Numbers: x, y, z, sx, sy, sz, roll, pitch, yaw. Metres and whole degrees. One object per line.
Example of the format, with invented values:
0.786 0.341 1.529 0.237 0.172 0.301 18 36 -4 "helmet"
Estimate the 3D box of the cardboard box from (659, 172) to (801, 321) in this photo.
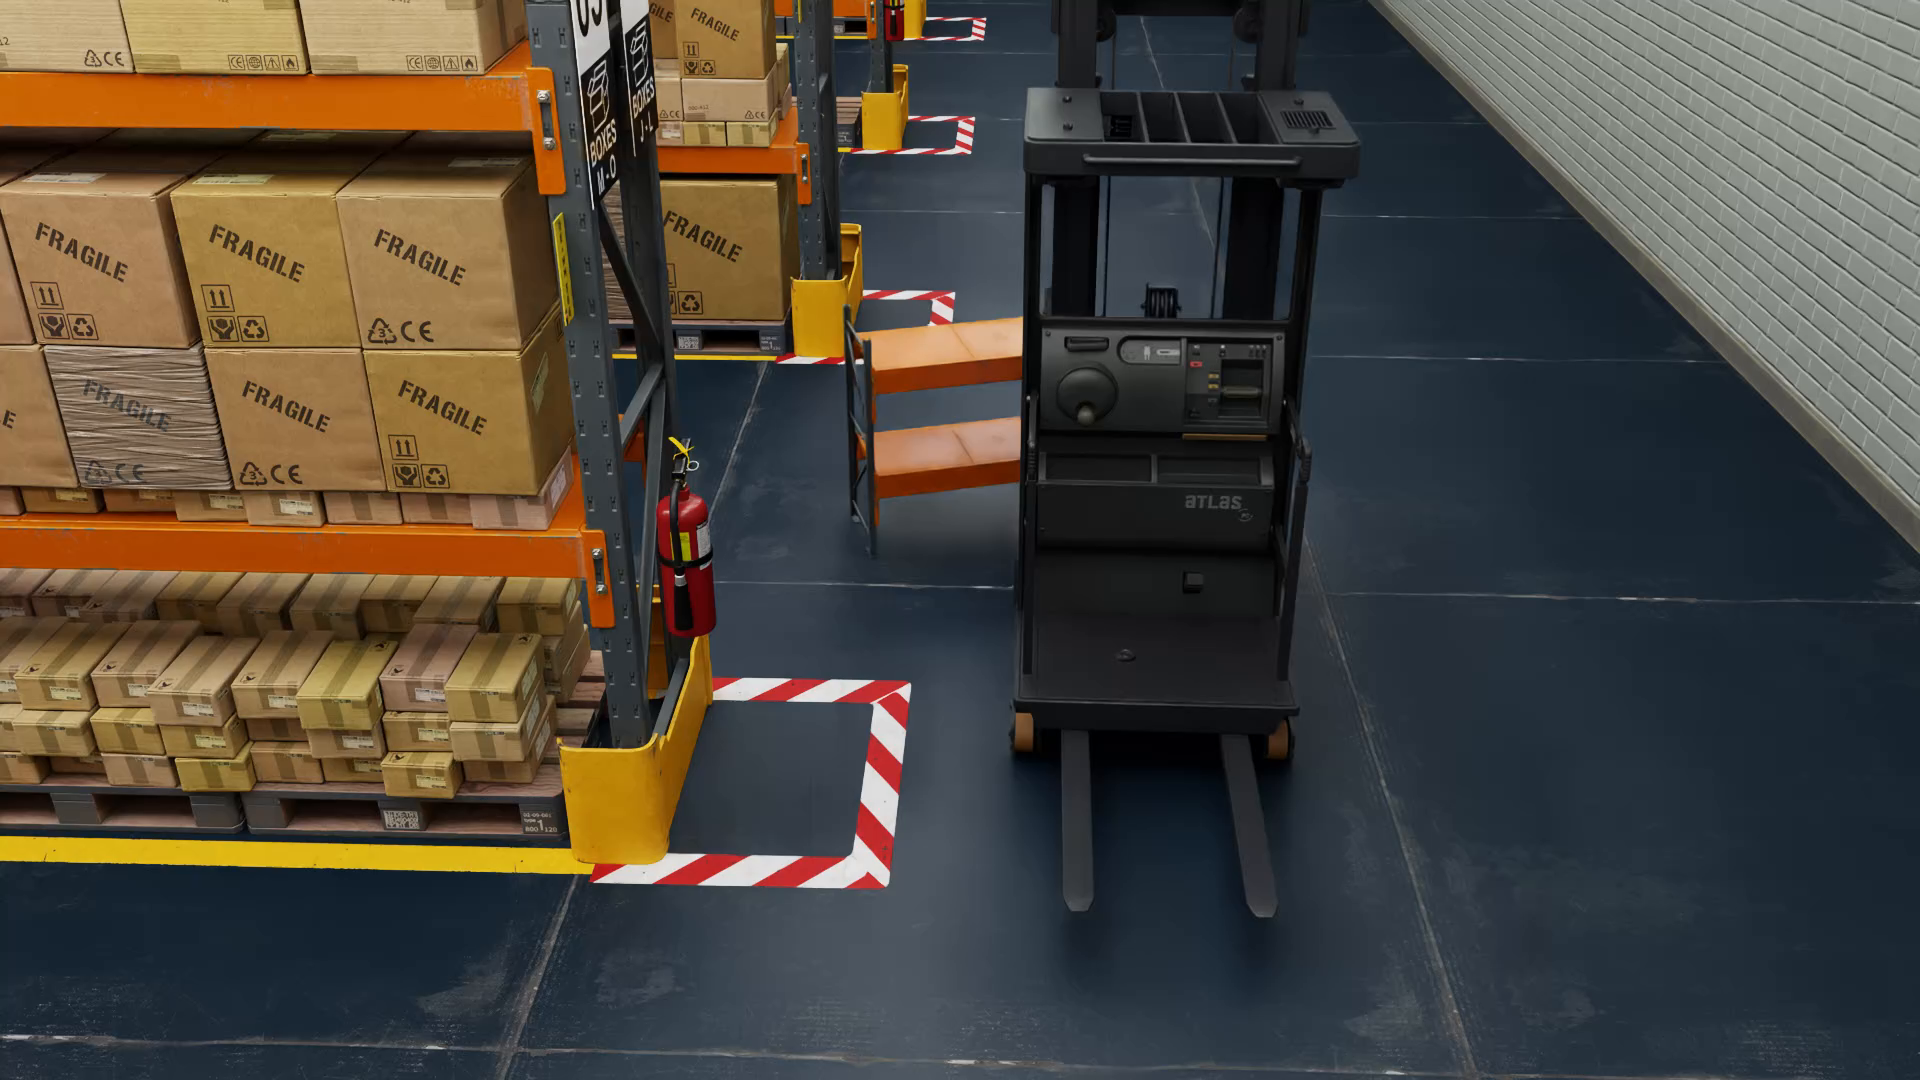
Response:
-1.519 -1.962 10.568 0.875 0.875 0.875 1 28 2 "cardboard box"

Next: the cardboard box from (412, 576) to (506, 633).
-1.944 0.273 6.492 0.250 0.149 0.380 1 28 3 "cardboard box"

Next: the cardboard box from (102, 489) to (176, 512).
-2.773 -0.247 5.781 0.250 0.149 0.380 0 28 0 "cardboard box"

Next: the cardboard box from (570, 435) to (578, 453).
-1.465 -0.470 6.202 0.250 0.149 0.380 1 28 1 "cardboard box"

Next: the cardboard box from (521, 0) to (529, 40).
-1.593 -1.808 5.416 0.500 0.250 0.500 2 28 4 "cardboard box"

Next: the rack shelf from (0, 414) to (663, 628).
-3.152 -0.137 6.074 4.000 0.370 1.077 1 28 2 "rack shelf"

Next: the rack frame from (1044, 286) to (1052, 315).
0.498 -0.646 8.267 0.032 1.125 0.500 -7 29 -13 "rack frame"

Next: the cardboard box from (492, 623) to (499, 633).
-1.939 0.361 6.644 0.250 0.149 0.380 1 28 2 "cardboard box"

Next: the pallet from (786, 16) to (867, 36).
-1.396 -6.161 19.646 1.213 0.211 1.003 1 28 2 "pallet"

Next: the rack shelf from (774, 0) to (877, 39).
-2.701 -4.775 14.824 4.000 0.370 1.077 1 28 2 "rack shelf"

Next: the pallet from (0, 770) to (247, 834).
-3.256 0.757 6.596 1.213 0.211 1.003 1 28 2 "pallet"

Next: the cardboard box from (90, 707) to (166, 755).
-2.983 0.622 6.151 0.250 0.149 0.380 2 28 4 "cardboard box"

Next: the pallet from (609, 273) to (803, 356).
-1.679 -1.486 10.829 1.213 0.211 1.003 1 28 2 "pallet"

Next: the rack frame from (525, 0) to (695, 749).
-1.153 -0.422 5.843 0.127 3.000 1.000 1 28 2 "rack frame"

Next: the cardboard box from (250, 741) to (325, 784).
-2.455 0.742 6.244 0.250 0.149 0.380 1 28 2 "cardboard box"

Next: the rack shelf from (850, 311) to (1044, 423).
0.007 -0.843 8.013 1.000 0.278 0.538 -7 29 -13 "rack shelf"

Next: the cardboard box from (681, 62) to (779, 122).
-1.371 -2.691 9.966 0.500 0.250 0.500 1 28 1 "cardboard box"

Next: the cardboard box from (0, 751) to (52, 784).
-3.500 0.745 6.238 0.250 0.149 0.380 0 28 0 "cardboard box"

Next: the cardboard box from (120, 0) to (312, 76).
-2.127 -1.570 4.966 0.500 0.250 0.500 1 28 2 "cardboard box"

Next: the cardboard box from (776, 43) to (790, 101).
-1.347 -2.941 10.439 0.500 0.250 0.500 0 28 0 "cardboard box"

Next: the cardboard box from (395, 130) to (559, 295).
-1.592 -1.171 5.764 0.500 0.500 0.500 1 28 1 "cardboard box"

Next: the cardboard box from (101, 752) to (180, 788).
-2.985 0.753 6.223 0.250 0.149 0.380 1 28 3 "cardboard box"

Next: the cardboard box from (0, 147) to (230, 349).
-2.645 -0.943 5.335 0.500 0.500 0.500 2 28 4 "cardboard box"

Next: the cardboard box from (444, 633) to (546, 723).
-1.691 0.499 6.066 0.250 0.149 0.380 1 28 2 "cardboard box"

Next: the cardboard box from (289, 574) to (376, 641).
-2.442 0.244 6.548 0.250 0.149 0.380 0 28 -1 "cardboard box"

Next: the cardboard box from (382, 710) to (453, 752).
-1.950 0.616 6.163 0.250 0.149 0.380 0 28 1 "cardboard box"

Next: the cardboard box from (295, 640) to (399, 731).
-2.203 0.523 6.021 0.250 0.149 0.380 0 28 1 "cardboard box"

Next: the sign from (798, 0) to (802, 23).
-0.910 -3.104 9.414 0.005 0.325 0.100 1 28 2 "sign"

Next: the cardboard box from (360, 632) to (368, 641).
-2.439 0.343 6.678 0.250 0.149 0.380 2 28 3 "cardboard box"

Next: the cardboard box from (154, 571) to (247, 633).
-2.981 0.209 6.613 0.250 0.149 0.380 1 28 3 "cardboard box"

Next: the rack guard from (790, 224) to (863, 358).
-0.853 -1.637 10.804 0.348 0.500 1.175 1 28 2 "rack guard"

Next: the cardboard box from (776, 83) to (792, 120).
-1.220 -2.791 10.581 0.250 0.149 0.380 1 28 2 "cardboard box"

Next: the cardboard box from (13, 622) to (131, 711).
-3.253 0.464 6.133 0.250 0.149 0.380 1 28 2 "cardboard box"

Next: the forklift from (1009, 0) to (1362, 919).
0.769 -0.578 6.210 1.130 2.935 3.031 1 28 3 "forklift"

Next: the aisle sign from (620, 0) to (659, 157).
-1.069 -1.710 5.497 0.004 0.787 0.394 1 28 2 "aisle sign"

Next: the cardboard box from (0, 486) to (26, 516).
-3.292 -0.237 5.764 0.250 0.149 0.380 2 28 4 "cardboard box"

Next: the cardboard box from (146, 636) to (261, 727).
-2.730 0.511 6.044 0.250 0.149 0.380 2 28 4 "cardboard box"

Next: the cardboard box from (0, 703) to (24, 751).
-3.505 0.615 6.165 0.250 0.149 0.380 1 28 1 "cardboard box"

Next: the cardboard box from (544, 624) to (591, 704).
-1.665 0.494 6.712 0.250 0.149 0.380 2 28 3 "cardboard box"

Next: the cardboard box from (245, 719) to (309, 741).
-2.475 0.585 6.221 0.250 0.149 0.380 1 28 1 "cardboard box"

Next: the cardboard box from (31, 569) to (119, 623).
-3.480 0.194 6.641 0.250 0.149 0.380 0 28 0 "cardboard box"

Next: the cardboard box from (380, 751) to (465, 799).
-1.947 0.784 6.164 0.250 0.149 0.380 2 28 3 "cardboard box"

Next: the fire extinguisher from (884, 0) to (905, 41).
-0.567 -4.646 14.293 0.183 0.674 0.296 1 28 2 "fire extinguisher"

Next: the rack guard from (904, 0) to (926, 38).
-0.599 -6.276 19.555 0.348 0.500 1.175 1 28 2 "rack guard"

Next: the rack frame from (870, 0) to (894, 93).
-0.702 -5.060 14.593 0.127 3.000 1.000 1 28 2 "rack frame"

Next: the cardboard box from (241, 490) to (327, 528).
-2.243 -0.196 5.686 0.250 0.149 0.380 2 28 3 "cardboard box"

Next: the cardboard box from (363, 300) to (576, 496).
-1.611 -0.485 5.537 0.500 0.500 0.500 2 28 3 "cardboard box"

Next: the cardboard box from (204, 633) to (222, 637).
-2.980 0.398 6.574 0.250 0.149 0.380 2 28 4 "cardboard box"

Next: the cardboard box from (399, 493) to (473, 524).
-1.736 -0.206 5.704 0.250 0.149 0.380 1 28 2 "cardboard box"

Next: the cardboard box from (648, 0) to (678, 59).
-1.847 -3.281 10.279 0.500 0.500 0.500 0 28 1 "cardboard box"

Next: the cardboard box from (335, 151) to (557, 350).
-1.619 -0.930 5.311 0.500 0.500 0.500 0 28 1 "cardboard box"

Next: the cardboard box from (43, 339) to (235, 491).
-2.633 -0.499 5.565 0.500 0.500 0.500 1 28 2 "cardboard box"

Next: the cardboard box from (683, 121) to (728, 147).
-1.504 -2.486 10.006 0.250 0.149 0.380 1 28 2 "cardboard box"

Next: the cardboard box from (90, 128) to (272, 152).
-2.616 -1.195 5.810 0.500 0.500 0.500 0 28 1 "cardboard box"

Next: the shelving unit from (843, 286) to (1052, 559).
0.007 -0.584 8.149 1.048 1.125 0.538 -7 29 -13 "shelving unit"
